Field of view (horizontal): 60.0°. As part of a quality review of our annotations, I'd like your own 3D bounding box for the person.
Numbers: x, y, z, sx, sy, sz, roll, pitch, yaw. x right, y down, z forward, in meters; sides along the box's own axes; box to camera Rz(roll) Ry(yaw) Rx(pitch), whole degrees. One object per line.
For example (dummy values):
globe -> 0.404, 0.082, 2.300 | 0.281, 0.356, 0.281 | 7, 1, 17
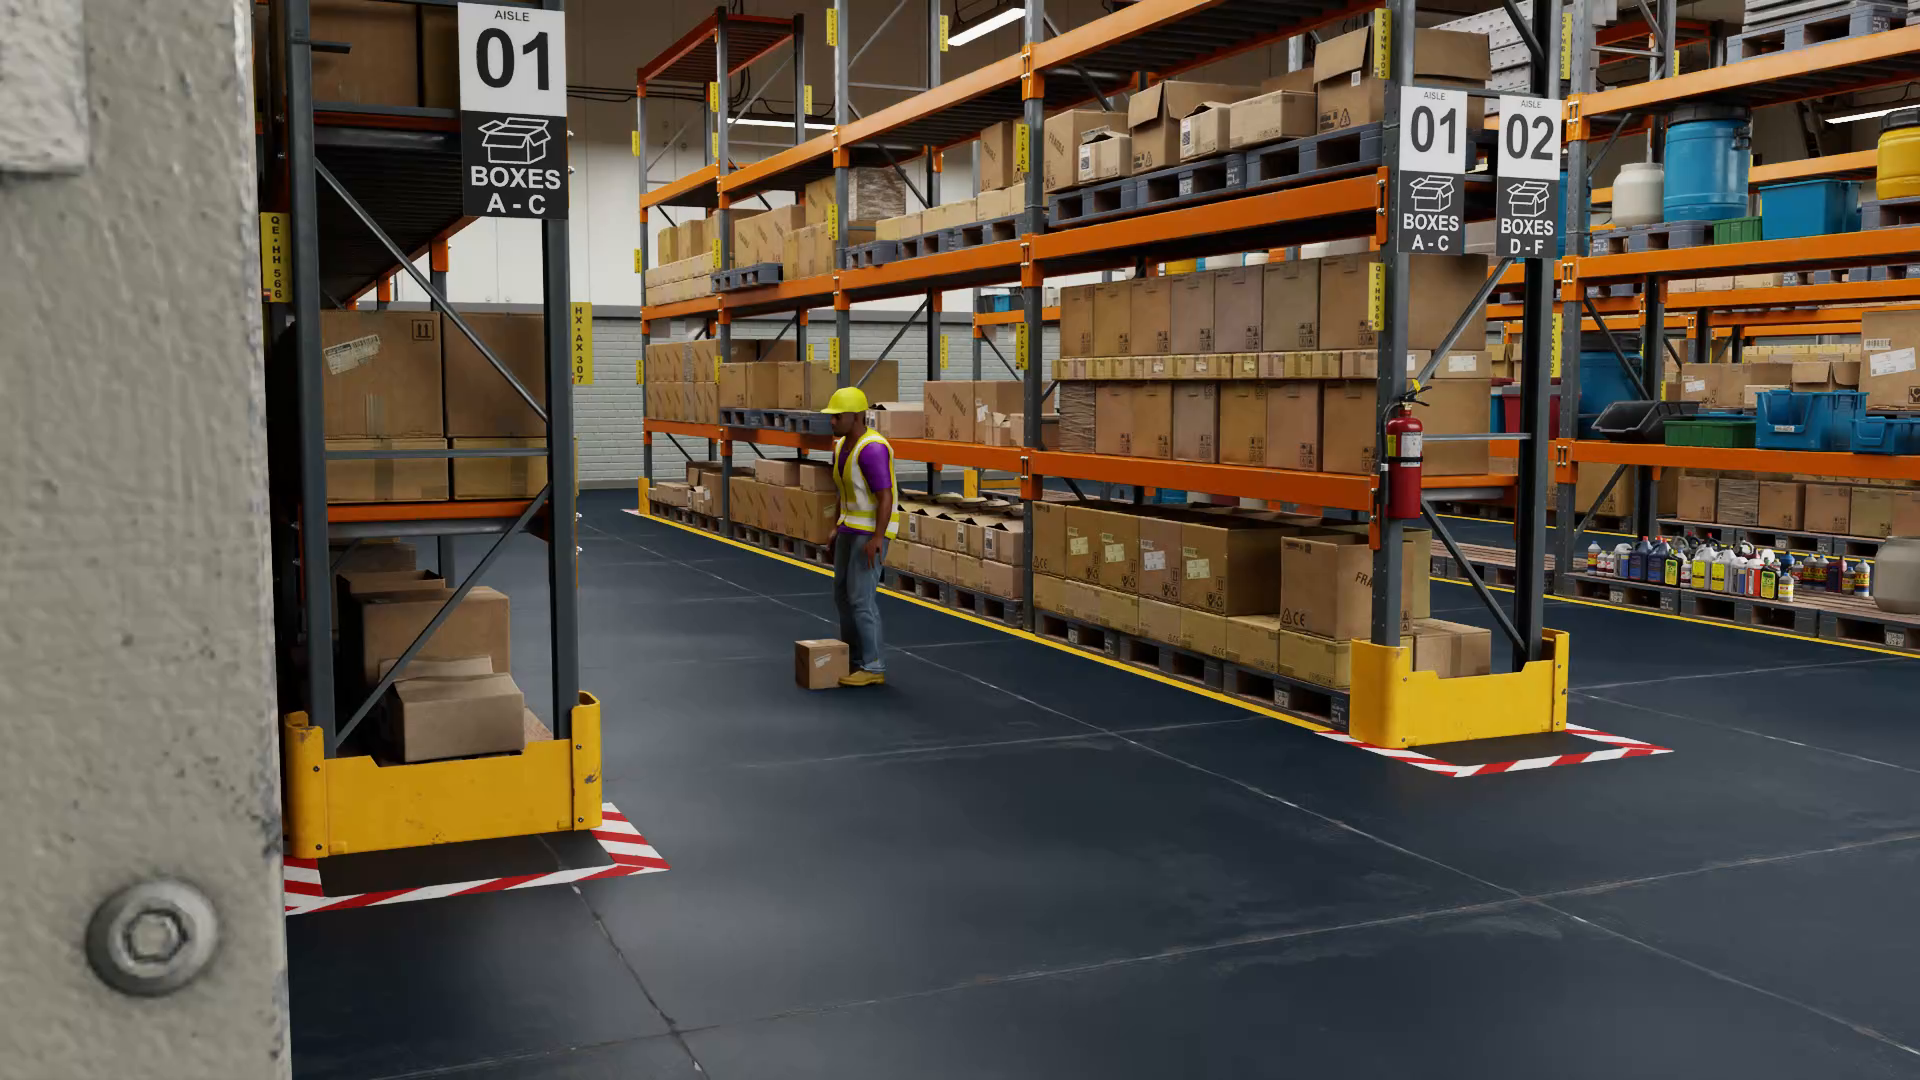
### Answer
person -> -0.612, -0.025, 9.869 | 0.462, 1.759, 0.633 | -3, 6, -27
